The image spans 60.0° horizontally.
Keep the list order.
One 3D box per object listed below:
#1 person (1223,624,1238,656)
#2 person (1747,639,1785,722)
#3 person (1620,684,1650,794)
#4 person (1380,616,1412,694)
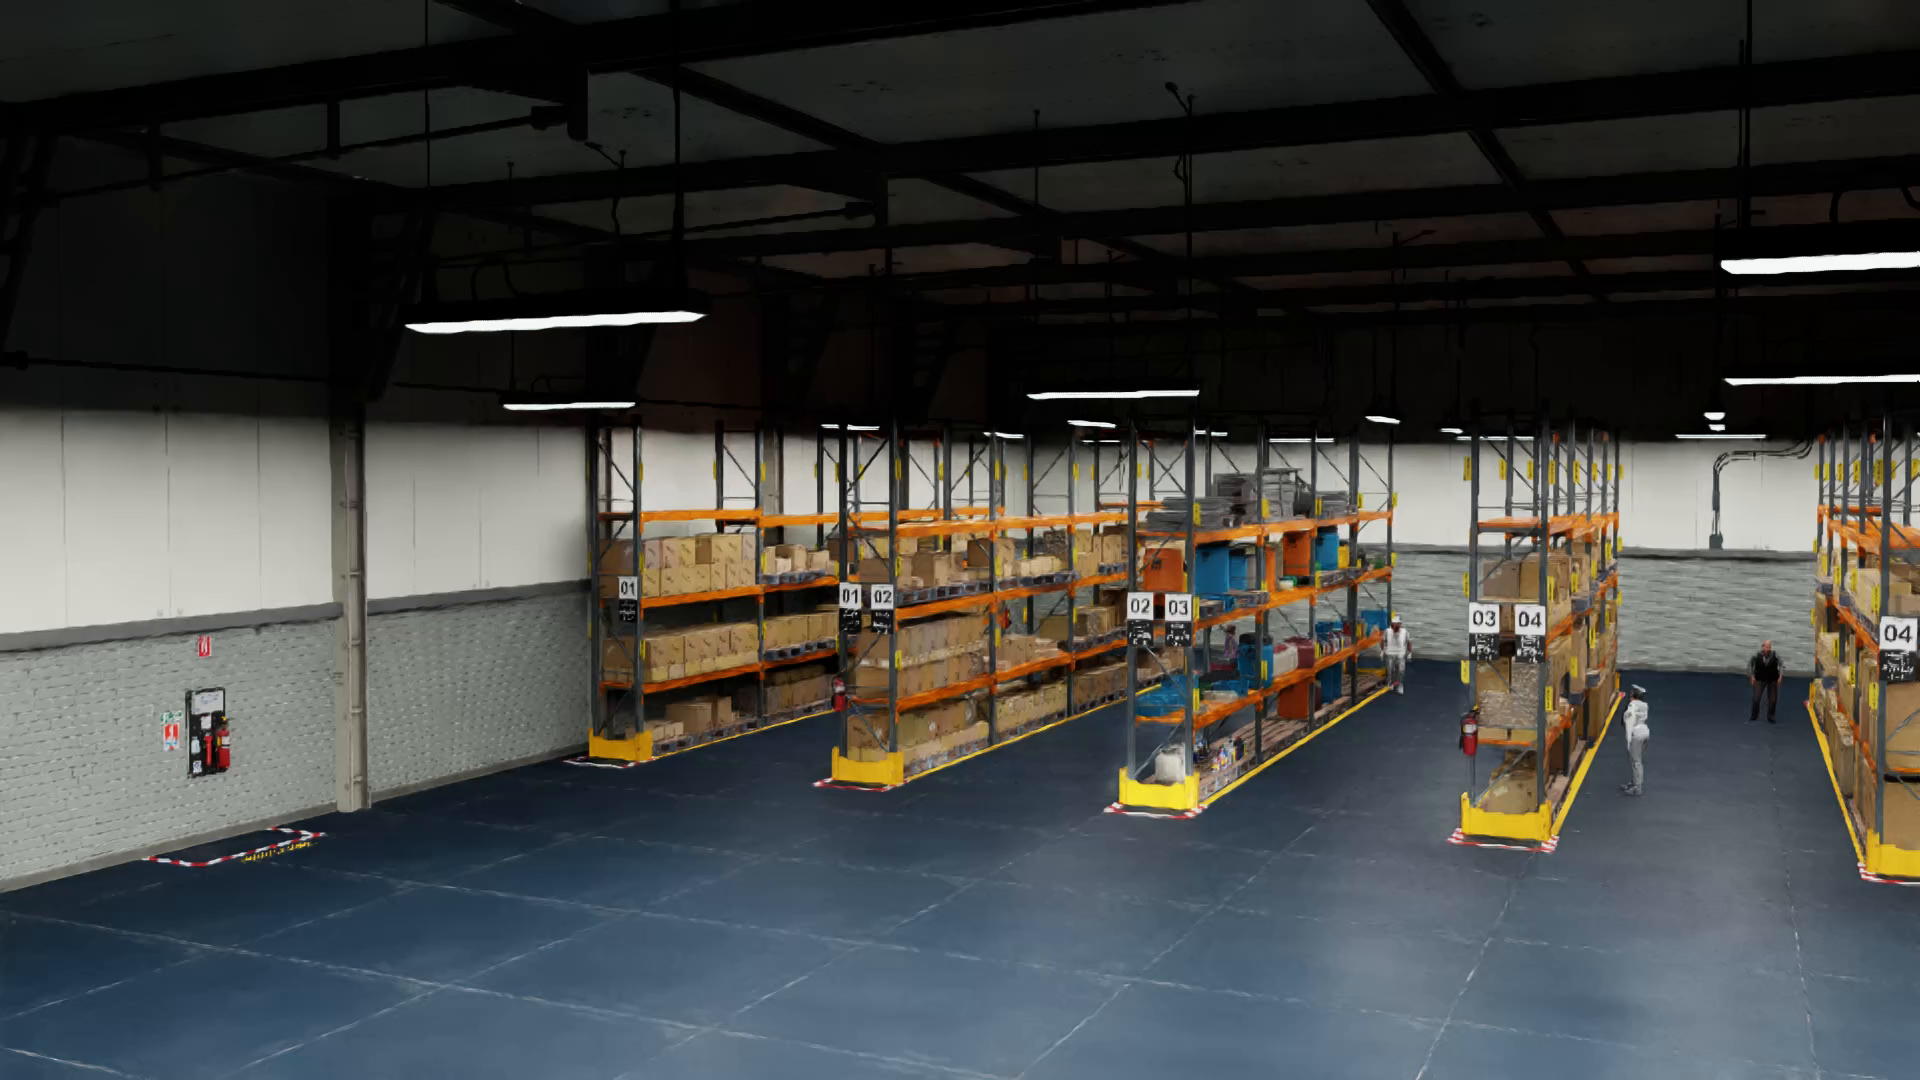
[{"bbox_3d":[6.050,2.665,37.028,0.420,1.602,0.505,0,2,1],"label":"person"},{"bbox_3d":[16.081,2.809,33.194,0.677,1.671,0.534,1,3,24],"label":"person"},{"bbox_3d":[10.479,3.089,25.882,0.525,1.677,0.452,-2,3,-38],"label":"person"},{"bbox_3d":[9.881,2.582,37.664,0.700,1.749,0.697,1,2,17],"label":"person"}]
